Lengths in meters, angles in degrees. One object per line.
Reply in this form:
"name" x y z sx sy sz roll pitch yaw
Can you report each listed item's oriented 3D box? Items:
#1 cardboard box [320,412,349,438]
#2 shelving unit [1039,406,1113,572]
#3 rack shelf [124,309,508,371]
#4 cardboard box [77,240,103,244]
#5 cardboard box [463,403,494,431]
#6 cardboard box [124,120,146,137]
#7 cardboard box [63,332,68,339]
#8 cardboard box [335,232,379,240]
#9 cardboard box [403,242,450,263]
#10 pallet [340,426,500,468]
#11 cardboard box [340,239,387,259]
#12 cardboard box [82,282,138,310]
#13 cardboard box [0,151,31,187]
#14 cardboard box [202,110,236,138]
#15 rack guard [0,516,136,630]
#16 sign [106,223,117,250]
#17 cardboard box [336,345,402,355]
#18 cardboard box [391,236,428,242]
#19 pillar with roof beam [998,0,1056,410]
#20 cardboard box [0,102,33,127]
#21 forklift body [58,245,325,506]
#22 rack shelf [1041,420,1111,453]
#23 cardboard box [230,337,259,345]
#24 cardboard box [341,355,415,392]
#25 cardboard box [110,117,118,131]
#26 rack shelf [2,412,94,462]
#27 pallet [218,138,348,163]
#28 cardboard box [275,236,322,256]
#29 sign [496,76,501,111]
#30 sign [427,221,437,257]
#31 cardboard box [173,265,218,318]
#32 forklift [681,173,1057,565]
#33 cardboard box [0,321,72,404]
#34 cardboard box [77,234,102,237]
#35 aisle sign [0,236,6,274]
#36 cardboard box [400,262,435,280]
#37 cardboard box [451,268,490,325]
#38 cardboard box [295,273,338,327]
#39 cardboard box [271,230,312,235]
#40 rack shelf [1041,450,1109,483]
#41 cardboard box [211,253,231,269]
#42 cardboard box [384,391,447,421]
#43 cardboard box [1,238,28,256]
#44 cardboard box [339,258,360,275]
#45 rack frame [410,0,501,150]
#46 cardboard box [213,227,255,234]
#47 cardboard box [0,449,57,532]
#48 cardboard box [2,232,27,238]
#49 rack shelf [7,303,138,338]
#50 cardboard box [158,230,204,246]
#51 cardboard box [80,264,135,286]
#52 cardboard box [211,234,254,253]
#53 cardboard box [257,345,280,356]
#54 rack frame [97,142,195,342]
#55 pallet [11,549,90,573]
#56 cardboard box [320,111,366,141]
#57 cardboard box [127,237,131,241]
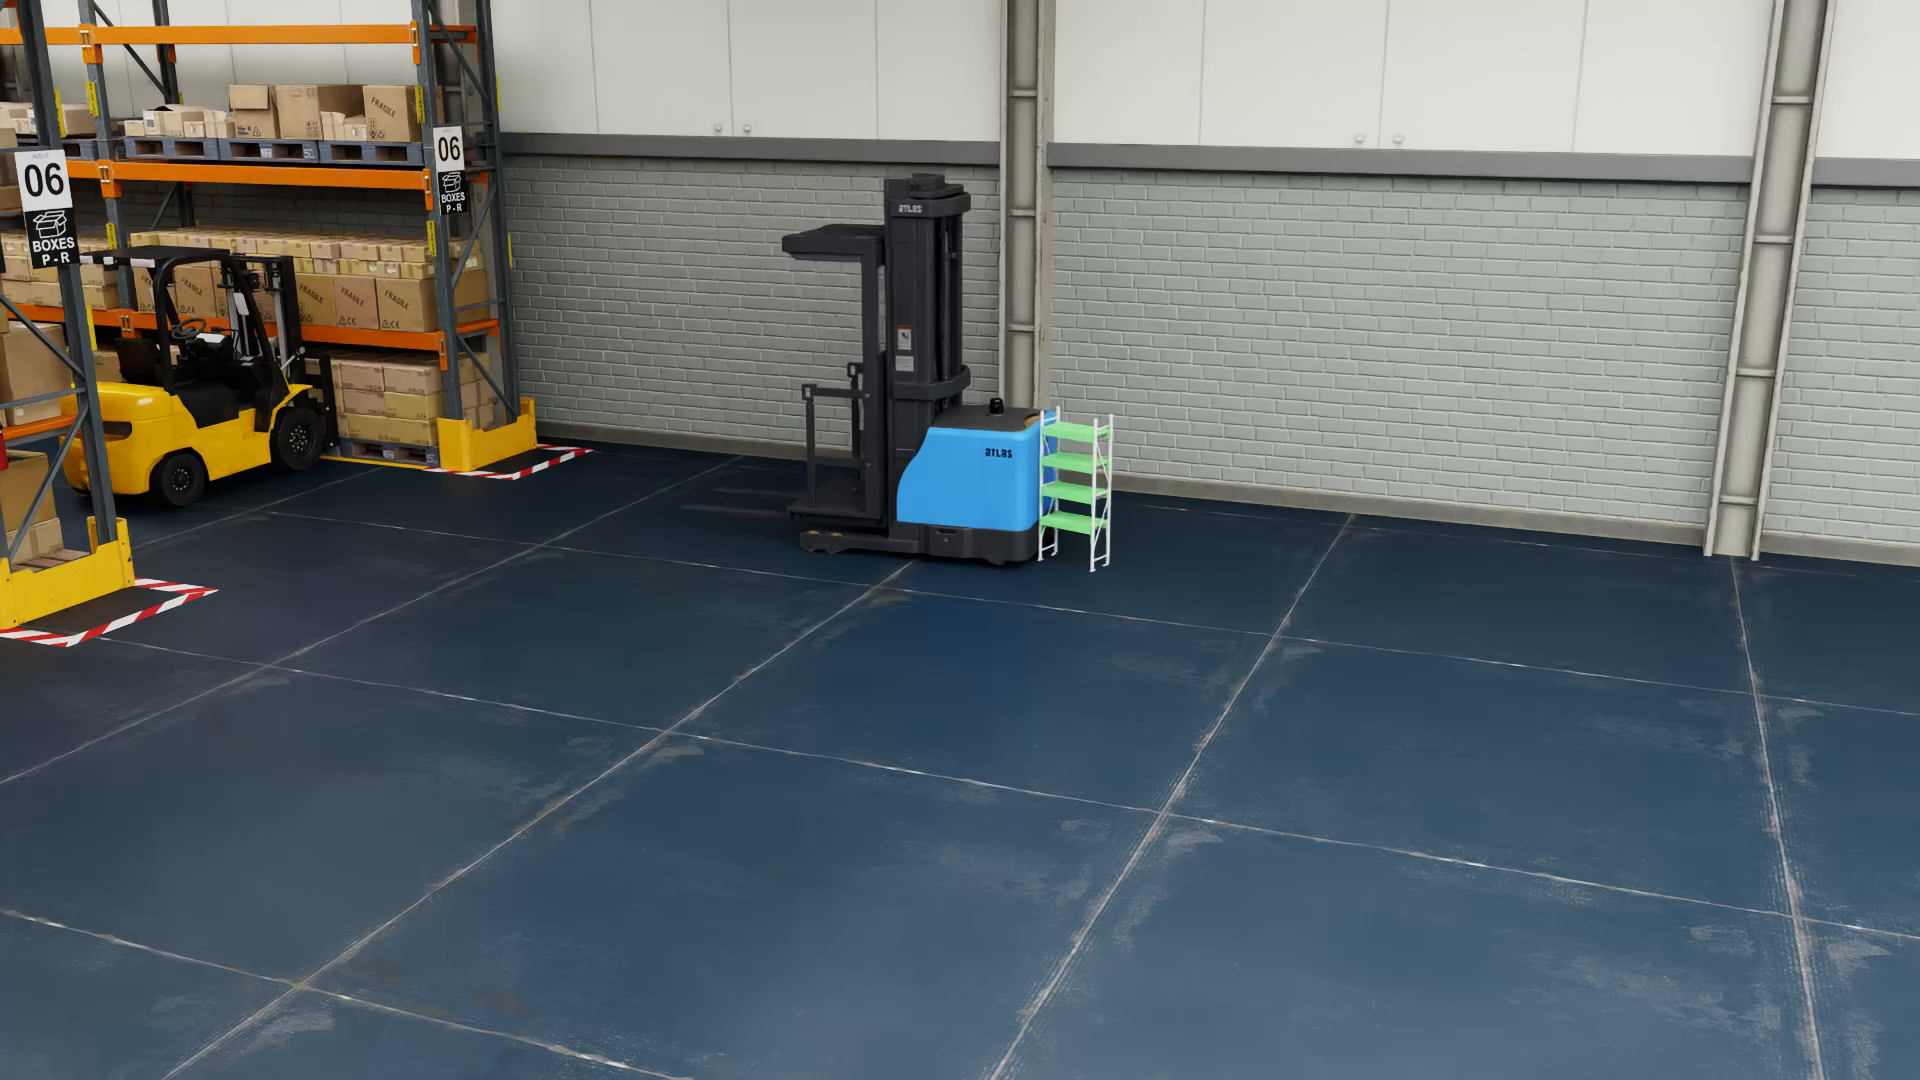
"cardboard box" -6.153 -1.214 16.654 0.500 0.250 0.500 6 17 21
"shelving unit" 0.893 -0.399 12.895 0.503 1.200 0.258 12 20 36
"rack shelf" -6.539 -2.119 16.883 4.000 0.370 1.077 6 17 21
"cardboard box" -9.254 -3.066 17.513 0.250 0.149 0.380 6 17 21
"cardboard box" -5.063 -1.242 16.750 0.500 0.250 0.500 6 17 21
"cardboard box" -8.093 -4.114 16.602 0.250 0.149 0.380 7 17 22
"cardboard box" -10.308 -1.939 18.477 0.625 0.625 0.875 6 17 18
"cardboard box" -6.081 -3.013 16.795 0.250 0.149 0.380 6 17 19
"cardboard box" -5.089 -2.744 15.870 0.250 0.149 0.380 6 17 21
"pallet" -5.405 -0.988 16.699 1.213 0.211 1.003 6 17 21
"cardboard box" -5.787 -2.826 16.151 0.250 0.149 0.380 6 17 21
"cardboard box" -8.964 -2.581 17.452 0.500 0.250 0.500 7 17 22
"cardboard box" -6.866 -2.604 11.619 0.500 0.250 0.500 6 17 20
"cardboard box" -7.130 -4.064 16.221 0.258 0.266 0.396 6 17 19
"rack guard" -6.567 0.221 12.017 0.348 0.500 1.175 6 17 21
"sign" -8.589 -3.045 16.849 0.005 0.325 0.100 6 17 21
"cardboard box" -5.983 -1.824 16.960 0.500 0.250 0.500 6 17 20
"cardboard box" -5.394 -2.911 16.444 0.250 0.149 0.380 7 17 22
"pillar with roof beam" -0.993 -3.716 10.332 0.400 9.000 9.100 6 17 21
"cardboard box" -9.876 -4.406 17.317 0.500 0.311 0.500 6 17 19
"forklift body" -7.112 -1.573 15.235 1.214 2.155 2.313 6 17 21
"rack shelf" 0.893 -0.798 12.779 0.480 0.148 0.258 12 20 36
"cardboard box" -7.394 -1.982 17.507 0.500 0.250 0.500 6 17 20
"cardboard box" -5.698 -1.638 16.322 0.500 0.250 0.500 7 17 22
"cardboard box" -9.117 -4.376 17.506 0.250 0.149 0.380 6 17 21
"rack shelf" -8.357 -0.831 12.447 4.000 0.370 1.077 6 17 21
"pallet" -6.465 -3.861 16.373 1.213 0.211 1.003 6 17 21
"cardboard box" -6.518 -2.900 16.405 0.250 0.149 0.380 7 17 21
"sign" -4.469 -4.302 16.020 0.005 0.325 0.100 6 17 21
"sign" -4.890 -2.790 15.404 0.005 0.325 0.100 6 17 21
"cardboard box" -7.592 -2.555 16.915 0.500 0.500 0.500 7 17 22
"forklift" -0.778 -1.431 13.344 3.031 2.935 1.130 5 17 17
"cardboard box" -6.835 -1.283 12.001 0.500 0.500 0.500 6 17 20
"cardboard box" -9.577 -3.240 18.110 0.250 0.149 0.380 6 17 21
"aisle sign" -6.545 -2.139 10.999 0.004 0.787 0.394 6 17 21
"cardboard box" -5.104 -2.582 15.845 0.250 0.149 0.380 7 17 21
"cardboard box" -5.037 -2.431 16.487 0.500 0.500 0.500 7 18 22
"cardboard box" -6.189 -2.398 16.374 0.500 0.500 0.500 6 17 20
"cardboard box" -6.812 -3.078 17.019 0.250 0.149 0.380 6 17 20
"rack shelf" 0.893 -0.568 12.845 0.480 0.148 0.258 12 20 36
"cardboard box" -7.260 -2.811 16.632 0.250 0.149 0.380 6 17 20
"cardboard box" -5.246 -1.350 16.225 0.500 0.250 0.500 6 17 20
"cardboard box" -9.998 -3.129 17.729 0.250 0.149 0.380 6 17 21
"cardboard box" -5.798 -2.671 16.152 0.250 0.149 0.380 6 17 20
"rack frame" -4.678 -5.141 15.241 0.127 3.000 1.000 6 17 21
"cardboard box" -7.522 -3.157 17.292 0.250 0.149 0.380 6 17 20
"cardboard box" -7.167 -0.370 12.401 0.500 0.500 0.500 6 17 19
"cardboard box" -10.308 -3.305 18.335 0.250 0.149 0.380 7 18 22
"rack shelf" -10.260 -2.528 18.292 4.000 0.370 1.077 6 17 21
"cardboard box" -7.929 -3.063 16.968 0.250 0.149 0.380 7 17 21
"cardboard box" -8.950 -2.821 17.383 0.500 0.250 0.500 6 17 19
"cardboard box" -7.242 -2.962 16.621 0.250 0.149 0.380 6 17 20
"cardboard box" -7.125 -1.797 16.868 0.500 0.250 0.500 7 18 23
"rack frame" -8.399 -2.669 17.487 0.127 3.000 1.000 6 17 21
"pallet" -7.310 0.267 12.375 1.213 0.211 1.003 6 17 21
"cardboard box" -5.797 -3.917 15.716 0.258 0.266 0.396 6 17 21
"cardboard box" -8.878 -3.161 17.840 0.250 0.149 0.380 6 17 19
